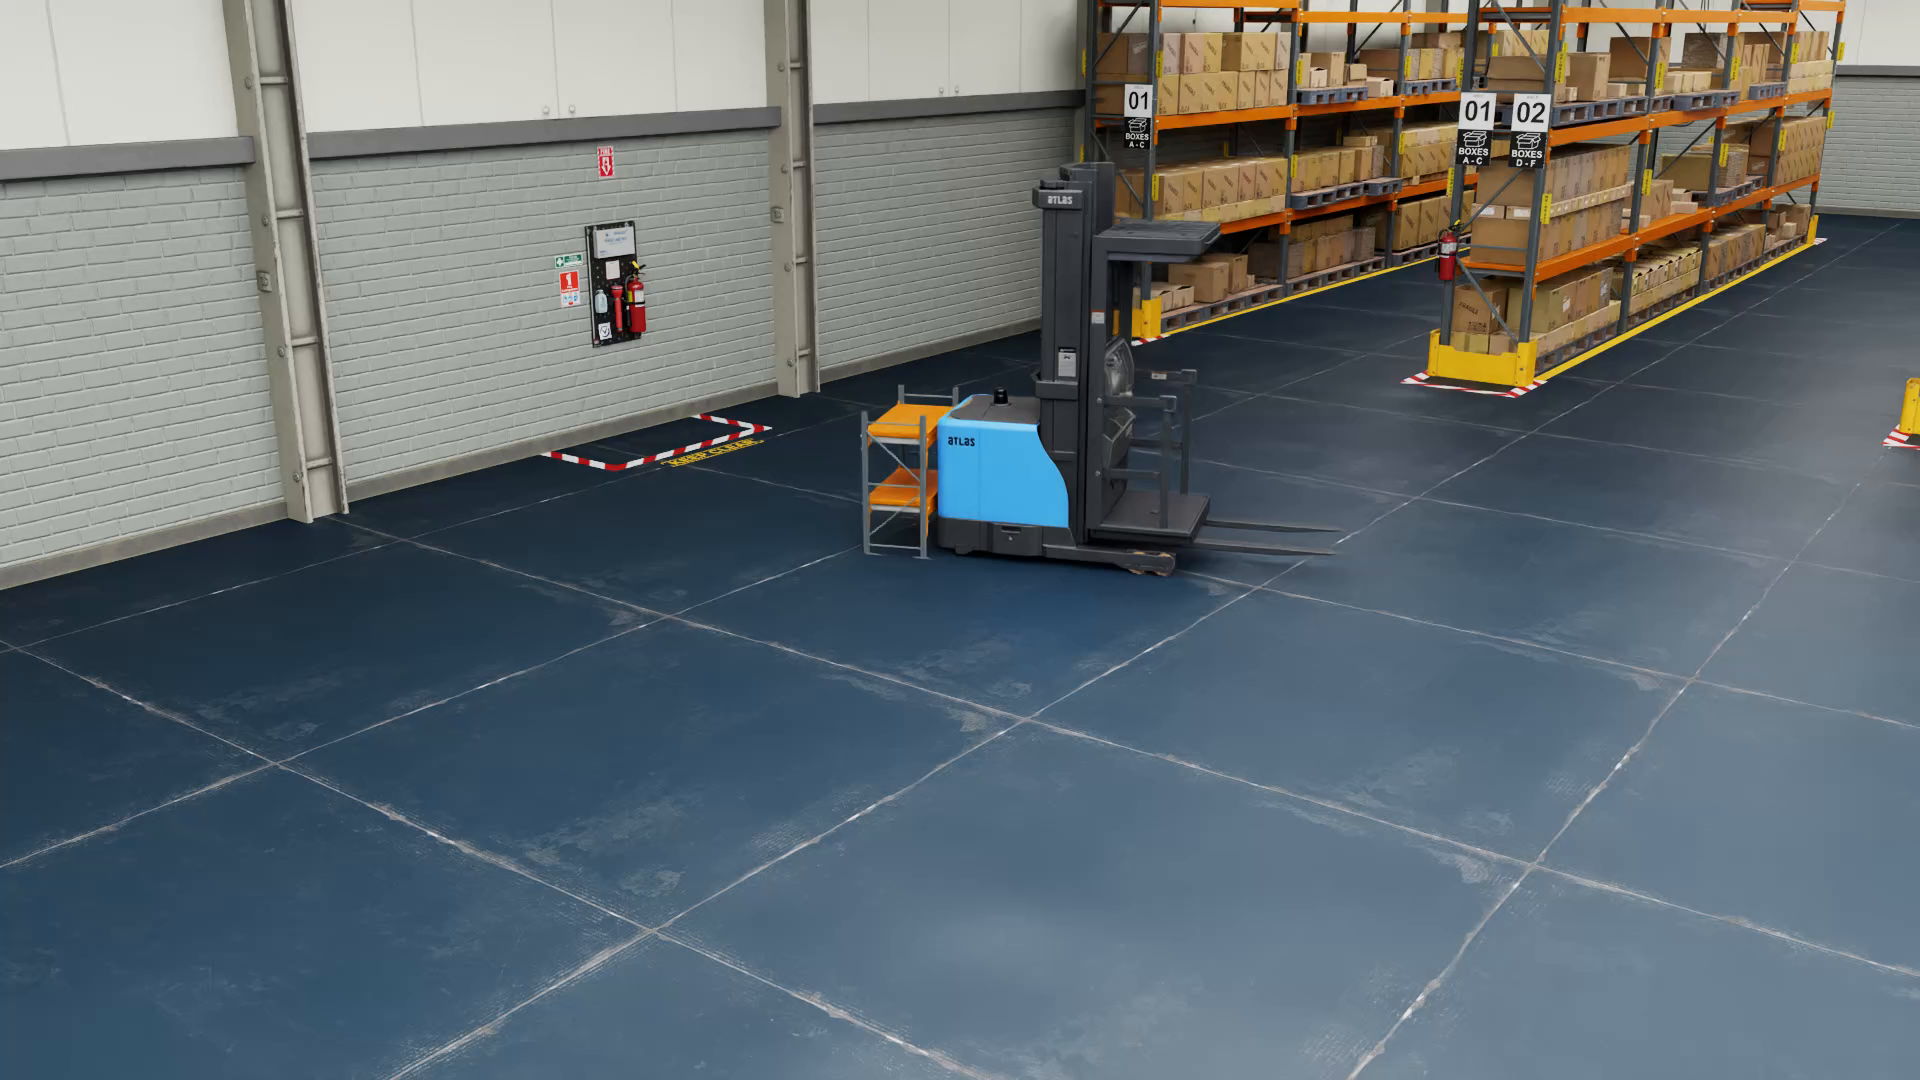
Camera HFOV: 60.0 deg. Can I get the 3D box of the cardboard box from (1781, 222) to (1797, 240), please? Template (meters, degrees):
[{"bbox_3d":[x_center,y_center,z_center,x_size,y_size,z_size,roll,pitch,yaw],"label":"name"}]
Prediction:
[{"bbox_3d":[14.849,-5.622,30.183,0.500,0.250,0.500,12,21,35],"label":"cardboard box"}]

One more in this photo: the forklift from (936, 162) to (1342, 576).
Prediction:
[{"bbox_3d":[1.388,-1.306,12.506,3.031,2.935,1.130,5,18,15],"label":"forklift"}]

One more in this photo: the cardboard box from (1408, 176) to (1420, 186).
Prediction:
[{"bbox_3d":[7.584,-6.122,28.289,0.380,0.149,0.250,13,22,36],"label":"cardboard box"}]

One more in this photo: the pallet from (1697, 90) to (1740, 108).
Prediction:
[{"bbox_3d":[10.466,-6.378,23.986,1.213,0.211,1.003,14,22,37],"label":"pallet"}]

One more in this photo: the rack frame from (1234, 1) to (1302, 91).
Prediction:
[{"bbox_3d":[4.435,-8.000,23.832,1.000,3.000,0.127,12,21,35],"label":"rack frame"}]

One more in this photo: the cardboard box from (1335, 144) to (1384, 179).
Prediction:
[{"bbox_3d":[6.546,-6.232,27.343,0.700,0.500,0.500,10,20,28],"label":"cardboard box"}]

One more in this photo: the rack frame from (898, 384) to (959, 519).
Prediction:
[{"bbox_3d":[-0.255,-0.706,13.619,0.500,1.125,0.032,4,18,13],"label":"rack frame"}]

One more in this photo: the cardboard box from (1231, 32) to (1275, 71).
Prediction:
[{"bbox_3d":[4.034,-6.802,23.144,0.500,0.500,0.500,14,22,38],"label":"cardboard box"}]

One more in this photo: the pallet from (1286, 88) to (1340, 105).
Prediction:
[{"bbox_3d":[4.888,-6.606,24.718,1.213,0.211,1.003,12,21,35],"label":"pallet"}]

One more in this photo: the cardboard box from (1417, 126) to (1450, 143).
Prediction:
[{"bbox_3d":[8.209,-7.078,29.012,0.500,0.250,0.500,12,21,34],"label":"cardboard box"}]

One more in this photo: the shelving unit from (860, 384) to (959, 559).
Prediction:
[{"bbox_3d":[-0.378,-0.559,13.148,0.538,1.125,1.048,4,18,13],"label":"shelving unit"}]

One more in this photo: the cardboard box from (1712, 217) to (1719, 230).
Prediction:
[{"bbox_3d":[12.103,-5.230,27.237,0.500,0.250,0.500,12,21,35],"label":"cardboard box"}]

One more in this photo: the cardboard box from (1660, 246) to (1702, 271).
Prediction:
[{"bbox_3d":[10.685,-4.200,24.694,0.500,0.311,0.500,13,22,36],"label":"cardboard box"}]

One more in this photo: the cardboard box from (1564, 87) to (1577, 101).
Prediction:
[{"bbox_3d":[6.875,-5.137,19.149,0.380,0.149,0.250,12,21,35],"label":"cardboard box"}]

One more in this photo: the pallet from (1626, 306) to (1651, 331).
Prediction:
[{"bbox_3d":[8.823,-3.111,22.907,1.003,0.211,1.213,12,21,35],"label":"pallet"}]

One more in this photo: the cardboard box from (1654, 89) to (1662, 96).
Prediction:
[{"bbox_3d":[9.115,-6.098,22.311,0.500,0.250,0.500,10,20,29],"label":"cardboard box"}]

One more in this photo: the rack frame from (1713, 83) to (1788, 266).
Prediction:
[{"bbox_3d":[13.182,-6.166,28.042,1.000,3.000,0.127,12,21,35],"label":"rack frame"}]

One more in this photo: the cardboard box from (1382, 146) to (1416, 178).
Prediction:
[{"bbox_3d":[7.313,-6.358,27.955,0.500,0.500,0.500,13,22,36],"label":"cardboard box"}]

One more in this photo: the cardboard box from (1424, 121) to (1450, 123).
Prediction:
[{"bbox_3d":[8.718,-7.534,30.480,0.500,0.250,0.500,13,22,36],"label":"cardboard box"}]

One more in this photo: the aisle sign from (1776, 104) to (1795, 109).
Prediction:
[{"bbox_3d":[15.370,-8.428,30.943,0.394,0.787,0.004,12,21,35],"label":"aisle sign"}]

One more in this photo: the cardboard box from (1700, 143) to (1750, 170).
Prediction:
[{"bbox_3d":[12.720,-6.341,27.729,0.700,0.500,0.500,5,18,16],"label":"cardboard box"}]

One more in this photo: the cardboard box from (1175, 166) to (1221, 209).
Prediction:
[{"bbox_3d":[3.193,-4.777,22.523,0.500,0.500,0.500,12,21,33],"label":"cardboard box"}]

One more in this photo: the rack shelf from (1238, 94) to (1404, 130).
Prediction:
[{"bbox_3d":[5.627,-6.700,25.918,1.077,0.370,4.000,12,21,35],"label":"rack shelf"}]

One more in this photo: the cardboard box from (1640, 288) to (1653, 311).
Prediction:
[{"bbox_3d":[9.161,-3.322,22.811,0.500,0.250,0.500,13,22,36],"label":"cardboard box"}]

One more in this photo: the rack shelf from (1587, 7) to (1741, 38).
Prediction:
[{"bbox_3d":[9.607,-7.067,22.716,1.077,0.370,4.000,12,21,35],"label":"rack shelf"}]

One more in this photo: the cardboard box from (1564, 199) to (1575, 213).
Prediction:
[{"bbox_3d":[7.053,-3.967,19.698,0.380,0.149,0.250,12,21,33],"label":"cardboard box"}]

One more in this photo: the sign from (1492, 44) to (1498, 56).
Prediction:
[{"bbox_3d":[9.643,-8.777,29.988,0.100,0.325,0.005,12,21,35],"label":"sign"}]

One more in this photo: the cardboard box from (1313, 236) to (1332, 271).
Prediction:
[{"bbox_3d":[5.464,-4.576,26.394,0.700,0.500,0.500,13,21,35],"label":"cardboard box"}]

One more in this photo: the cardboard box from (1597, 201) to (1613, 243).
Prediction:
[{"bbox_3d":[7.847,-4.075,21.139,0.700,0.500,0.500,12,21,34],"label":"cardboard box"}]

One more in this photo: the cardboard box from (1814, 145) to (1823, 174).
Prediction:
[{"bbox_3d":[15.517,-7.012,30.596,0.500,0.500,0.500,13,22,36],"label":"cardboard box"}]

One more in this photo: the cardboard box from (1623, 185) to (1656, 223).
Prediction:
[{"bbox_3d":[9.200,-4.614,22.875,0.500,0.500,0.500,14,22,39],"label":"cardboard box"}]

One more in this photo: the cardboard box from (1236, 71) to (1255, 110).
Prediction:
[{"bbox_3d":[3.721,-6.204,22.904,0.500,0.500,0.500,11,21,33],"label":"cardboard box"}]

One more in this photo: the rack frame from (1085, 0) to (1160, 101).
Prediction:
[{"bbox_3d":[2.052,-7.047,20.764,1.000,3.000,0.127,12,21,35],"label":"rack frame"}]

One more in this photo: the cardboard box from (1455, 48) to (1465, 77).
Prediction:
[{"bbox_3d":[8.589,-8.541,29.720,0.700,0.500,0.500,11,20,32],"label":"cardboard box"}]

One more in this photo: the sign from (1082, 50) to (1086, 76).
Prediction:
[{"bbox_3d":[1.618,-6.141,21.409,0.100,0.325,0.005,12,21,35],"label":"sign"}]

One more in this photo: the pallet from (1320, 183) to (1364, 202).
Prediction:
[{"bbox_3d":[5.672,-5.517,26.277,1.003,0.211,1.213,12,21,35],"label":"pallet"}]

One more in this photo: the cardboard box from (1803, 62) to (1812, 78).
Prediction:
[{"bbox_3d":[14.275,-8.074,28.538,0.500,0.250,0.500,12,21,35],"label":"cardboard box"}]

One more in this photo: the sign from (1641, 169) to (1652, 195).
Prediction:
[{"bbox_3d":[8.862,-4.614,21.451,0.100,0.325,0.005,12,21,35],"label":"sign"}]

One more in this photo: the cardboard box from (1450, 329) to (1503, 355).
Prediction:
[{"bbox_3d":[6.115,-2.375,19.763,0.500,0.250,0.500,12,21,35],"label":"cardboard box"}]

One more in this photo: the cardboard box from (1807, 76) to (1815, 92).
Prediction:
[{"bbox_3d":[14.566,-7.956,29.000,0.500,0.250,0.500,12,21,35],"label":"cardboard box"}]

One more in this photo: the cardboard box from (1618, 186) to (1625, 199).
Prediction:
[{"bbox_3d":[8.277,-4.457,21.276,0.380,0.149,0.250,12,21,34],"label":"cardboard box"}]

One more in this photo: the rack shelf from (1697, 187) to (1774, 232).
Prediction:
[{"bbox_3d":[11.991,-5.346,26.614,1.077,0.370,4.000,12,21,35],"label":"rack shelf"}]

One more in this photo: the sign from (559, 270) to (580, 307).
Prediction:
[{"bbox_3d":[-3.716,-2.395,15.837,0.001,0.329,0.234,12,21,35],"label":"sign"}]

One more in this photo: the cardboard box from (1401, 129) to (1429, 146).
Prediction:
[{"bbox_3d":[7.616,-6.836,28.231,0.500,0.250,0.500,12,21,34],"label":"cardboard box"}]

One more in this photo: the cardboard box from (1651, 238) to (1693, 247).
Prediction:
[{"bbox_3d":[11.168,-4.494,26.130,0.500,0.500,0.500,13,22,37],"label":"cardboard box"}]

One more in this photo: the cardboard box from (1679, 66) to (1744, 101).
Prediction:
[{"bbox_3d":[11.336,-6.925,25.259,0.910,0.500,0.500,12,21,35],"label":"cardboard box"}]

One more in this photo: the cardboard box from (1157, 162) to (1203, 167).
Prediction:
[{"bbox_3d":[3.074,-4.990,23.210,0.500,0.500,0.500,13,21,35],"label":"cardboard box"}]

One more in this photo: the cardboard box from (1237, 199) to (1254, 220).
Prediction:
[{"bbox_3d":[3.805,-4.667,23.433,0.500,0.250,0.500,12,21,34],"label":"cardboard box"}]

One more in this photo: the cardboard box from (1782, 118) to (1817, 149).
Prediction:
[{"bbox_3d":[14.916,-7.245,29.660,0.500,0.500,0.500,13,22,36],"label":"cardboard box"}]

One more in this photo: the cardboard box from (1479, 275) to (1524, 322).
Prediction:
[{"bbox_3d":[6.697,-2.975,20.428,0.500,0.500,0.500,12,21,35],"label":"cardboard box"}]

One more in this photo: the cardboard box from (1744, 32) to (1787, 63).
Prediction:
[{"bbox_3d":[13.441,-8.246,27.828,0.700,0.500,0.500,12,21,35],"label":"cardboard box"}]

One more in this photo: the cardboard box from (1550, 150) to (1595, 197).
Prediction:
[{"bbox_3d":[7.259,-4.462,20.200,0.700,0.500,0.500,12,21,35],"label":"cardboard box"}]

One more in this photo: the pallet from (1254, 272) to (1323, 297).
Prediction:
[{"bbox_3d":[4.898,-3.989,25.733,1.003,0.211,1.213,12,21,35],"label":"pallet"}]

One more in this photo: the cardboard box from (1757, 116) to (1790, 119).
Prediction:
[{"bbox_3d":[14.784,-7.459,30.351,0.500,0.500,0.500,13,21,35],"label":"cardboard box"}]

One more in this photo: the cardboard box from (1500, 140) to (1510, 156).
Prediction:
[{"bbox_3d":[9.977,-7.483,31.777,0.980,0.700,0.700,12,21,33],"label":"cardboard box"}]
